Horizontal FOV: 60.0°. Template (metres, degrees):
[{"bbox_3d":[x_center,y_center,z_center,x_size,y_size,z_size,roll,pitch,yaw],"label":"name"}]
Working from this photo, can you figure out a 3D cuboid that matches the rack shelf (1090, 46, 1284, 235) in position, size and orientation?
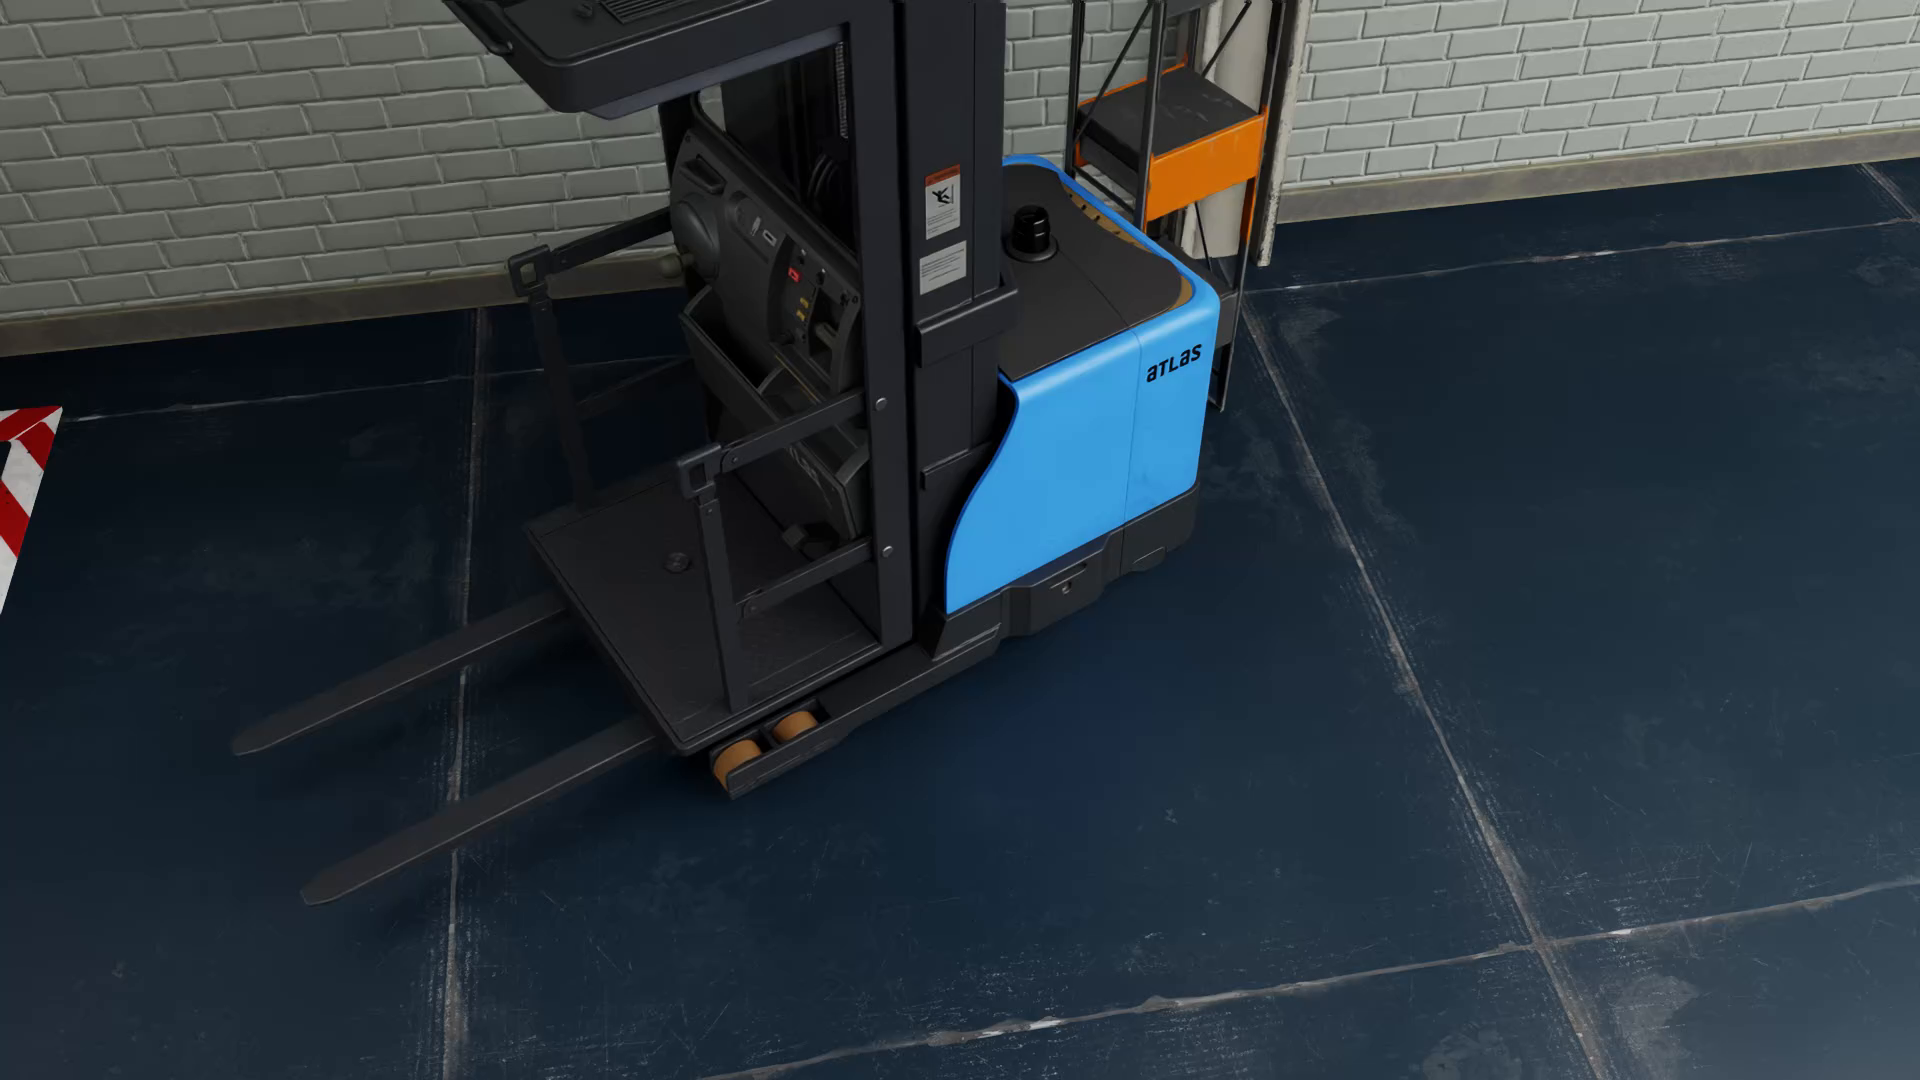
[{"bbox_3d":[0.721,-1.246,5.511,0.480,0.518,0.431,-26,52,-23],"label":"rack shelf"}]

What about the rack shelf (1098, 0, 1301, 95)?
[{"bbox_3d":[0.721,-1.731,5.007,0.480,0.518,0.431,-26,52,-23],"label":"rack shelf"}]

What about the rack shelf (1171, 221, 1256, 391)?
[{"bbox_3d":[0.721,-0.760,6.015,0.480,0.518,0.431,-26,52,-23],"label":"rack shelf"}]

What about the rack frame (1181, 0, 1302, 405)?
[{"bbox_3d":[0.922,-1.355,5.597,0.015,2.100,0.400,-26,52,-23],"label":"rack frame"}]

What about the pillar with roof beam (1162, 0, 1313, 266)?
[{"bbox_3d":[1.788,-1.283,0.738,0.400,9.000,9.100,-7,46,-7],"label":"pillar with roof beam"}]

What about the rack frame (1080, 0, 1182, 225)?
[{"bbox_3d":[0.520,-1.156,5.405,0.015,2.100,0.400,-26,52,-23],"label":"rack frame"}]

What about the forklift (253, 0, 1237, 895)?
[{"bbox_3d":[-0.649,-0.716,4.405,3.031,2.935,1.130,-26,52,-23],"label":"forklift"}]

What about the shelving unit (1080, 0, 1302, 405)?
[{"bbox_3d":[0.721,-1.255,5.501,0.503,2.100,0.431,-26,52,-23],"label":"shelving unit"}]
